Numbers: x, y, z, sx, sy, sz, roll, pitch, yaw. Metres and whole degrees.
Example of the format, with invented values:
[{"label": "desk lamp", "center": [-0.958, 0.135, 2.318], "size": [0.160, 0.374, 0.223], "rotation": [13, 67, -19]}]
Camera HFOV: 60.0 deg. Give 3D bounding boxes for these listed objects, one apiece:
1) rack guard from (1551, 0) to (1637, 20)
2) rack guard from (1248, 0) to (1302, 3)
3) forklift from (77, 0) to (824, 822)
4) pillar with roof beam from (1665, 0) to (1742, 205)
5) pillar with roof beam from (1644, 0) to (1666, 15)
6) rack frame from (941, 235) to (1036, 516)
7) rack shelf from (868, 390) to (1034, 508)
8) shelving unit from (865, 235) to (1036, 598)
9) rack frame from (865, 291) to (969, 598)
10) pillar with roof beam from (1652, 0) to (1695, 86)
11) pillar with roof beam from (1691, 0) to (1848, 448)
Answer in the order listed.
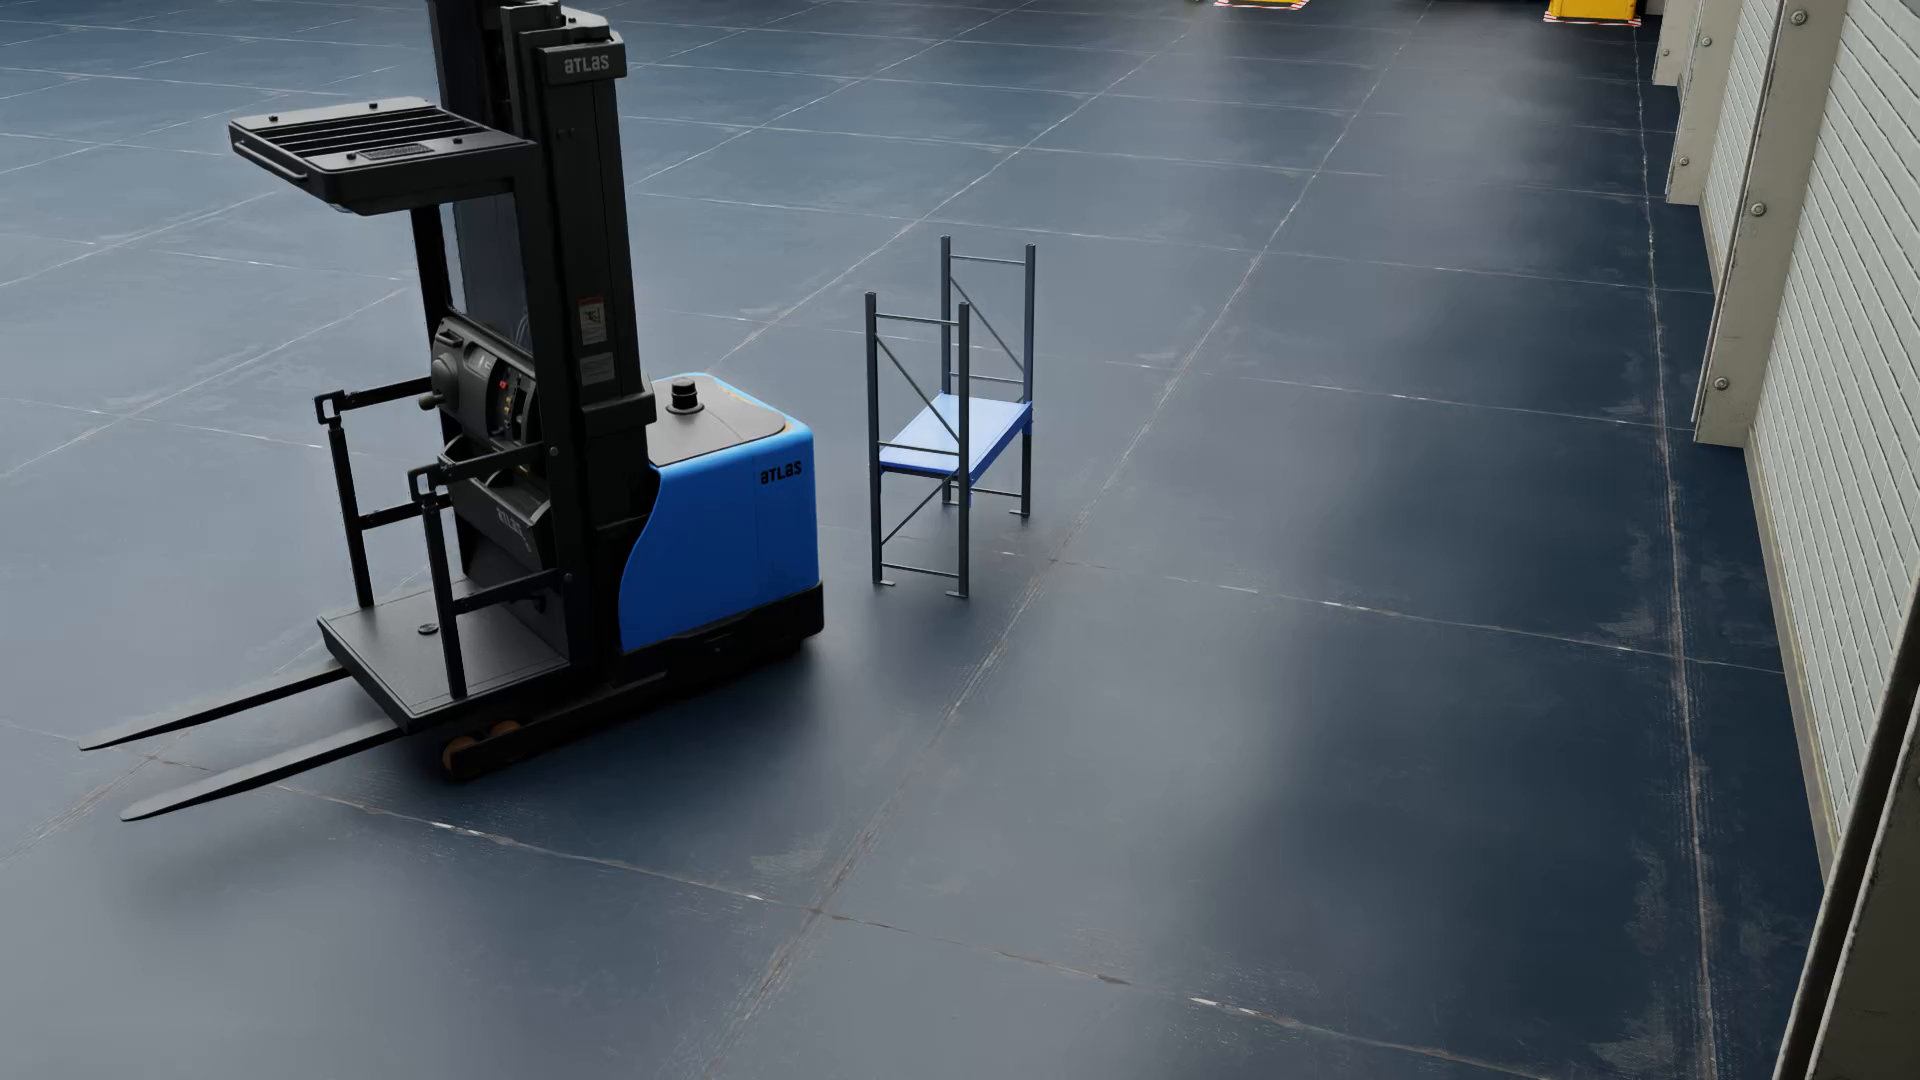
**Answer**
[{"label": "rack guard", "center": [9.511, -8.104, 24.914], "size": [1.175, 0.500, 0.348], "rotation": [9, 27, 17]}, {"label": "rack guard", "center": [4.862, -8.863, 26.482], "size": [1.175, 0.500, 0.348], "rotation": [9, 27, 17]}, {"label": "forklift", "center": [-2.101, -0.611, 6.649], "size": [3.031, 2.935, 1.130], "rotation": [-19, 32, -34]}, {"label": "pillar with roof beam", "center": [2.548, -7.787, 14.507], "size": [9.100, 9.000, 0.400], "rotation": [9, 27, 17]}, {"label": "pillar with roof beam", "center": [6.541, -12.719, 24.692], "size": [9.100, 9.000, 0.400], "rotation": [9, 27, 17]}, {"label": "rack frame", "center": [0.141, -0.849, 8.782], "size": [0.500, 1.500, 0.032], "rotation": [9, 27, 17]}, {"label": "rack shelf", "center": [-0.028, -0.478, 8.429], "size": [0.538, 0.185, 1.000], "rotation": [9, 27, 17]}, {"label": "shelving unit", "center": [-0.028, -0.640, 8.351], "size": [0.538, 1.500, 1.048], "rotation": [9, 27, 17]}, {"label": "rack frame", "center": [-0.198, -0.431, 7.919], "size": [0.500, 1.500, 0.032], "rotation": [9, 27, 17]}, {"label": "pillar with roof beam", "center": [4.544, -10.253, 19.600], "size": [9.100, 9.000, 0.400], "rotation": [9, 27, 17]}, {"label": "pillar with roof beam", "center": [0.551, -5.322, 9.415], "size": [9.100, 9.000, 0.400], "rotation": [9, 27, 17]}]
